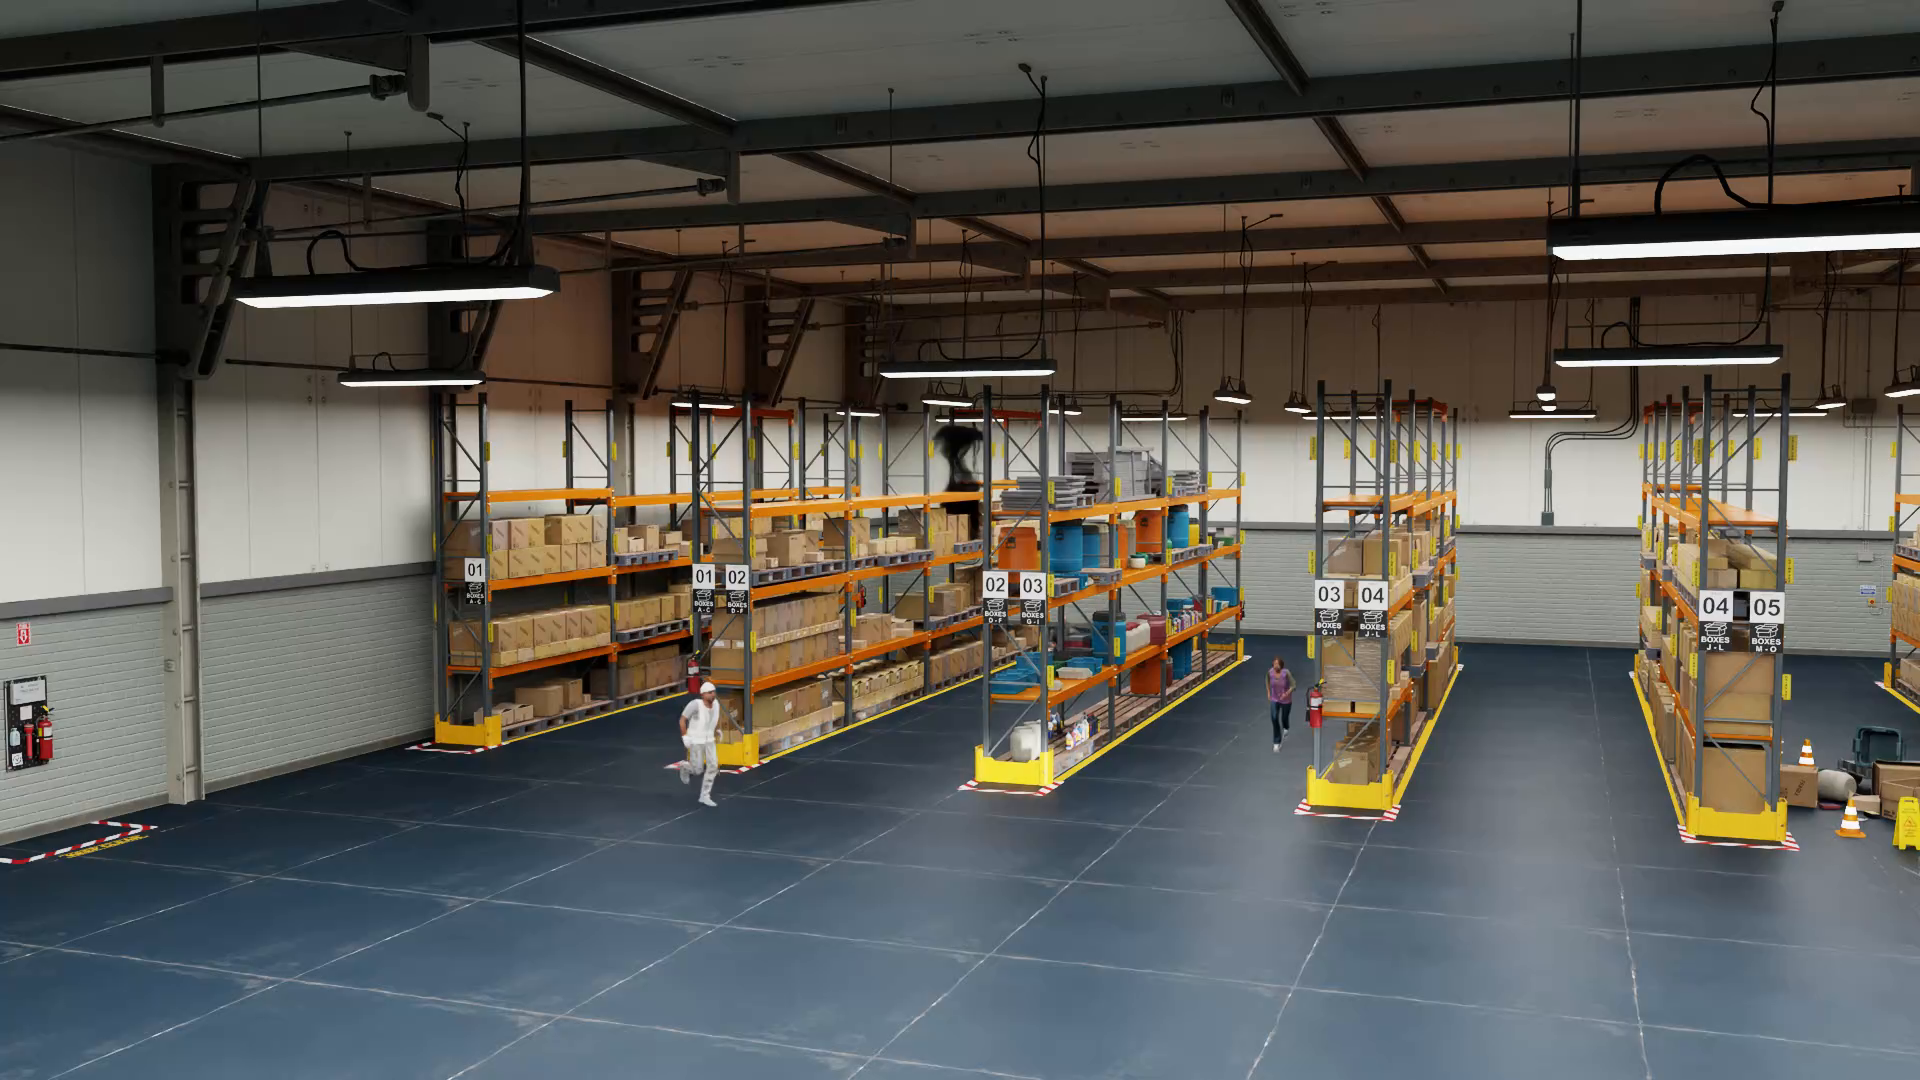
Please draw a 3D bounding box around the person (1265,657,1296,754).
[{"bbox_3d":[5.395,2.740,27.957,0.539,1.569,1.002,1,3,20],"label":"person"}]

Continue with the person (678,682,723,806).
[{"bbox_3d":[-3.704,2.892,23.751,0.703,1.751,0.742,-3,4,-44],"label":"person"}]

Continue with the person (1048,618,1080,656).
[{"bbox_3d":[2.088,2.364,33.424,0.690,1.670,0.757,1,3,17],"label":"person"}]
